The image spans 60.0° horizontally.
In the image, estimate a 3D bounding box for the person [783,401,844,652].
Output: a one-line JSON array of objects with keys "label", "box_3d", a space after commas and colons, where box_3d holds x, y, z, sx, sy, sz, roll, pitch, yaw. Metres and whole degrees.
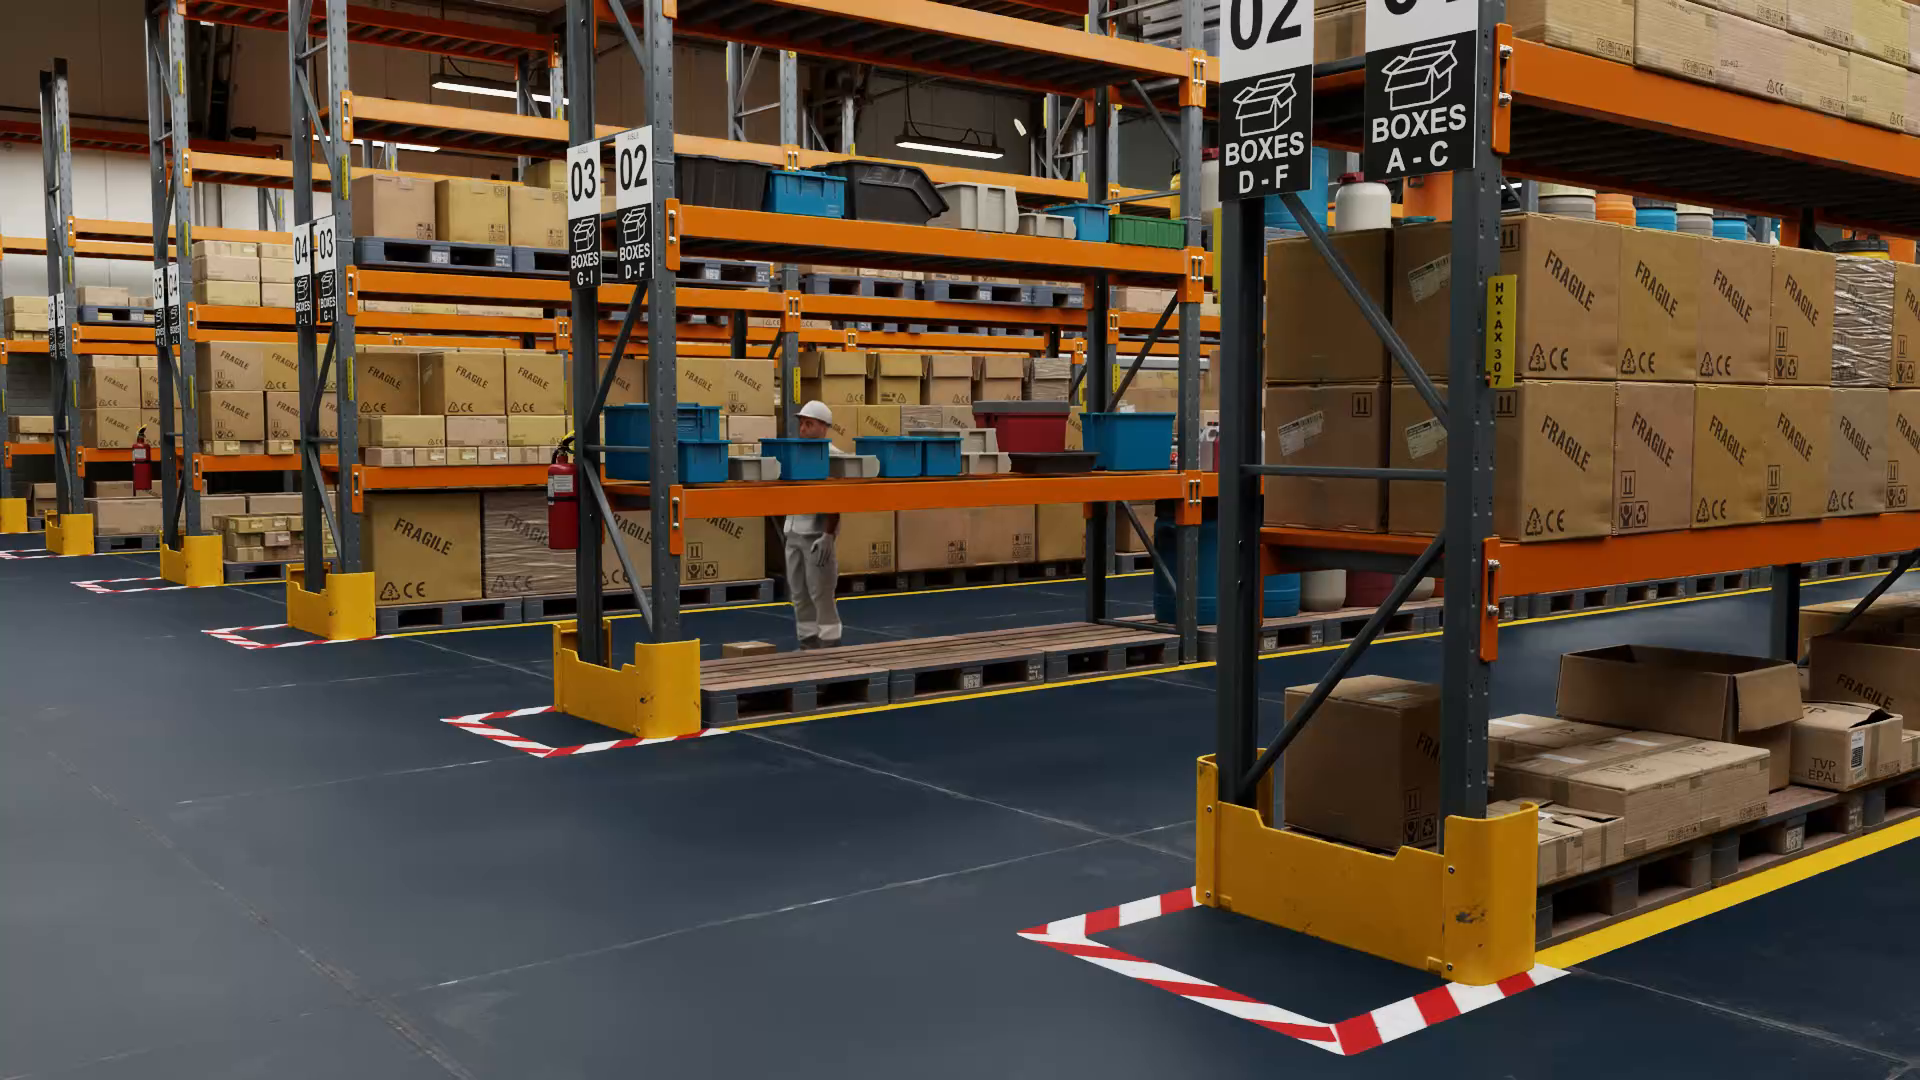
[{"label": "person", "box_3d": [-0.962, -0.002, 10.755, 0.355, 1.792, 0.525, -3, 5, -37]}]
